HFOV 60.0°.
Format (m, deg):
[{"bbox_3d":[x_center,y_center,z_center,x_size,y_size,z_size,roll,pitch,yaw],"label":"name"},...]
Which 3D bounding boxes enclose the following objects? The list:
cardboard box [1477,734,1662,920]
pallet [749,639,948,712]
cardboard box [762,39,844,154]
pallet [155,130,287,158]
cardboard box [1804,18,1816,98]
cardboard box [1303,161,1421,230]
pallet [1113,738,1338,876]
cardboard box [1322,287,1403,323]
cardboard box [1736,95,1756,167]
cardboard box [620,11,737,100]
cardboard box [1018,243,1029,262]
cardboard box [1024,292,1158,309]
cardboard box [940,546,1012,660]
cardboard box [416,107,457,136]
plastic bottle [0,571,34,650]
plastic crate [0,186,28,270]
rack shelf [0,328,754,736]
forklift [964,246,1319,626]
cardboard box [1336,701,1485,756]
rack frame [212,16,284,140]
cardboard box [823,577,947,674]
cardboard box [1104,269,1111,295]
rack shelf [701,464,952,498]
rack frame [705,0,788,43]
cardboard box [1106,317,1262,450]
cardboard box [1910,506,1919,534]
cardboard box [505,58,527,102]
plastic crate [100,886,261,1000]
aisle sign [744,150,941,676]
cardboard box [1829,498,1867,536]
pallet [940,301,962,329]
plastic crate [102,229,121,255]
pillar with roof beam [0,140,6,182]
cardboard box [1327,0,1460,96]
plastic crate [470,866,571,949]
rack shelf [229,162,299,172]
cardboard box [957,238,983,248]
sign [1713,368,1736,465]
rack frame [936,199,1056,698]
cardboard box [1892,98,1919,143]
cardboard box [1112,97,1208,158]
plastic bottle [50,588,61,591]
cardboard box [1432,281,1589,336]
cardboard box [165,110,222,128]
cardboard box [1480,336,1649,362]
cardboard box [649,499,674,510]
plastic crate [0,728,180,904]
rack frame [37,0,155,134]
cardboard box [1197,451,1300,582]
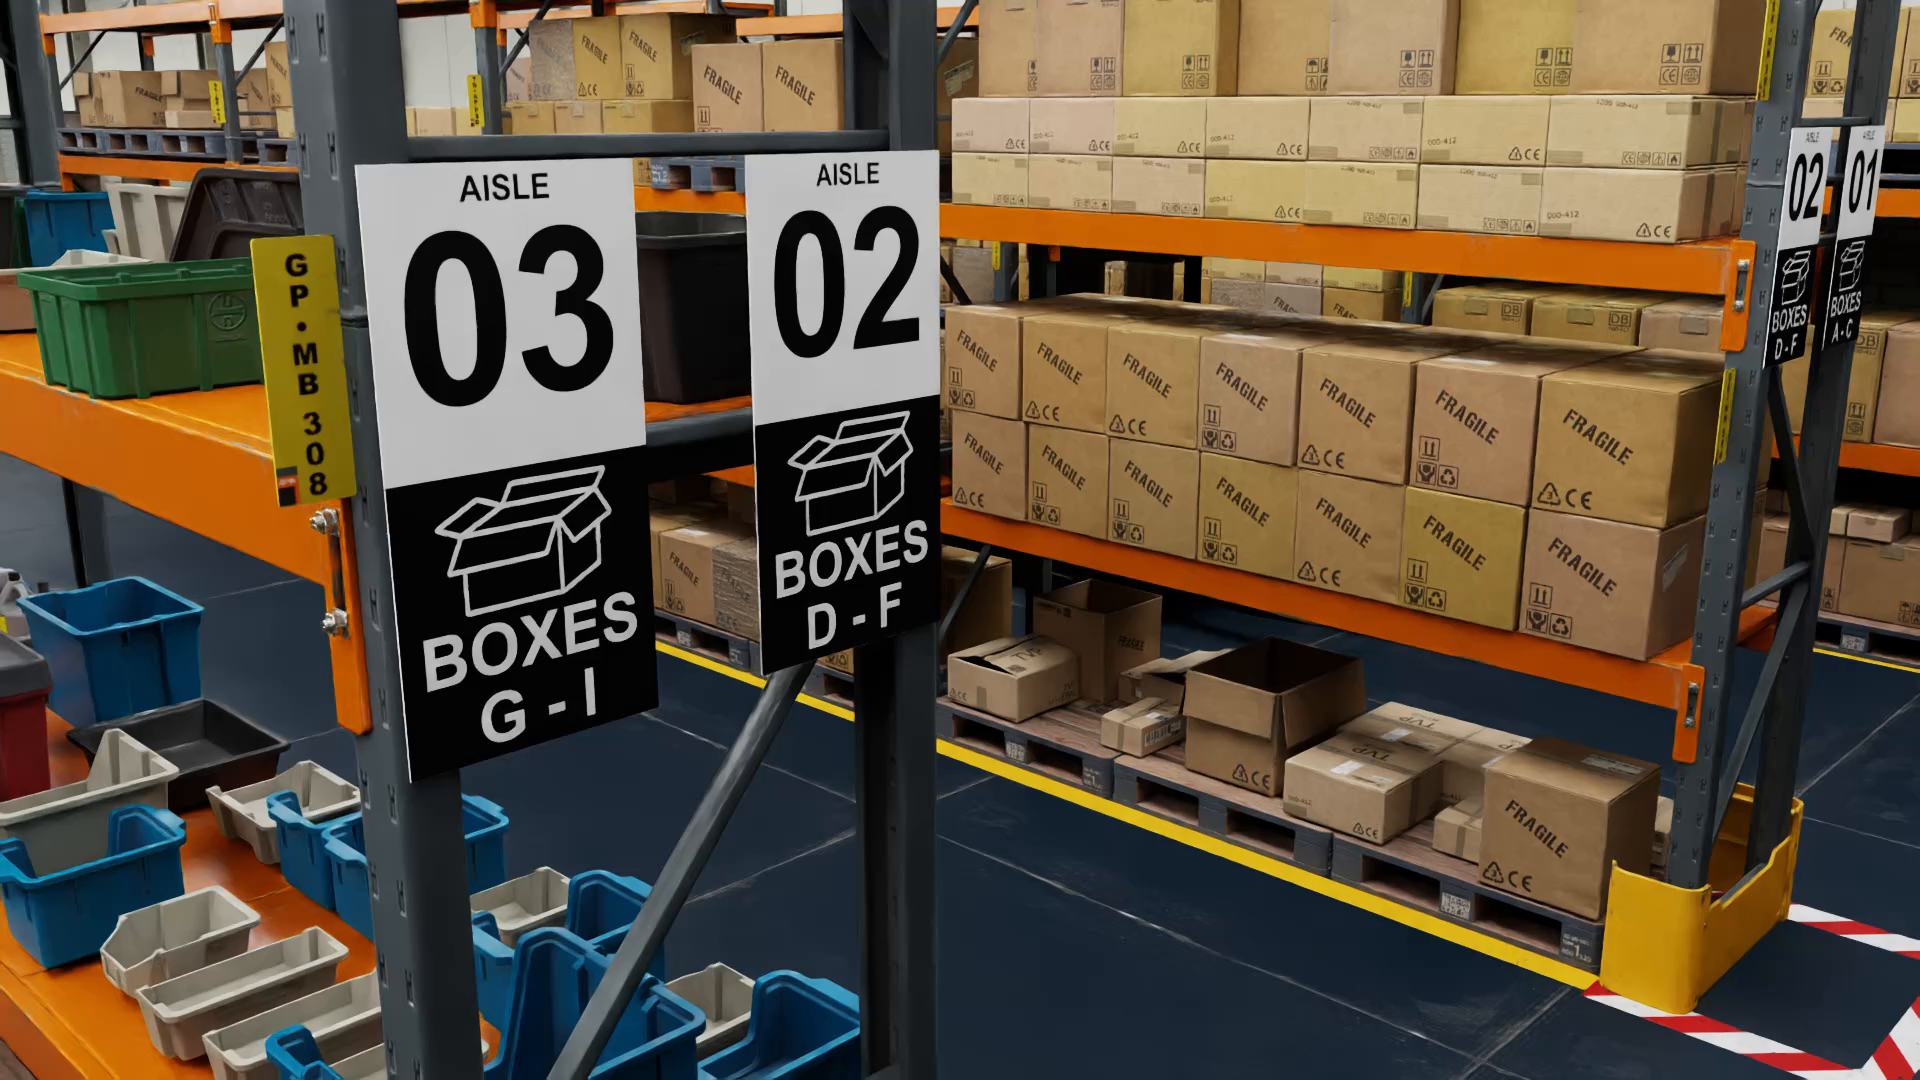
[{"bbox_3d":[2.449,1.141,6.691,0.500,0.500,0.500,14,20,42],"label":"cardboard box"},{"bbox_3d":[-0.480,0.708,9.796,1.213,0.211,1.003,14,20,42],"label":"pallet"},{"bbox_3d":[-0.676,-2.472,9.291,0.600,0.600,0.600,13,20,42],"label":"cardboard box"},{"bbox_3d":[-6.259,-3.459,14.486,1.213,0.211,1.003,14,20,42],"label":"pallet"},{"bbox_3d":[4.997,-2.957,10.161,0.500,0.500,0.500,13,19,40],"label":"cardboard box"},{"bbox_3d":[1.737,-1.401,6.710,0.500,0.250,0.500,14,20,42],"label":"cardboard box"},{"bbox_3d":[1.508,1.178,7.994,1.213,0.211,1.003,14,20,42],"label":"pallet"},{"bbox_3d":[3.061,-1.643,12.459,0.500,0.500,0.500,13,20,41],"label":"cardboard box"},{"bbox_3d":[2.822,-1.564,6.342,0.500,0.250,0.500,14,20,42],"label":"cardboard box"},{"bbox_3d":[-1.703,-2.934,10.112,0.500,0.500,0.500,14,20,42],"label":"cardboard box"},{"bbox_3d":[0.857,-2.539,14.413,0.500,0.250,0.500,-14,20,-43],"label":"cardboard box"},{"bbox_3d":[0.676,-0.997,8.626,0.500,0.500,0.500,14,20,42],"label":"cardboard box"},{"bbox_3d":[-0.047,0.362,9.679,0.500,0.500,0.500,13,19,40],"label":"cardboard box"},{"bbox_3d":[-3.503,-2.946,11.804,0.500,0.250,0.500,-14,20,-43],"label":"cardboard box"},{"bbox_3d":[-3.366,0.289,5.972,0.185,0.351,0.144,14,20,42],"label":"plastic bottle"},{"bbox_3d":[-2.605,-0.729,4.089,0.590,0.269,0.497,14,20,42],"label":"plastic crate"},{"bbox_3d":[-1.869,-0.361,3.845,4.000,0.370,1.077,14,20,42],"label":"rack shelf"},{"bbox_3d":[1.389,-1.029,11.067,1.130,2.935,3.031,-13,19,-40],"label":"forklift"},{"bbox_3d":[2.097,0.990,7.763,0.500,0.250,0.500,14,20,42],"label":"cardboard box"},{"bbox_3d":[-5.627,-4.809,13.541,0.127,3.000,1.000,14,20,42],"label":"rack frame"},{"bbox_3d":[-0.422,0.457,9.316,0.500,0.500,0.500,14,20,42],"label":"cardboard box"},{"bbox_3d":[1.231,-2.083,14.149,0.500,0.500,0.500,-14,20,-42],"label":"cardboard box"},{"bbox_3d":[-1.308,-0.508,10.358,4.000,0.370,1.077,14,20,42],"label":"rack shelf"},{"bbox_3d":[-2.191,-5.709,16.995,0.127,3.000,1.000,14,20,42],"label":"rack frame"},{"bbox_3d":[1.017,-0.724,7.581,0.500,0.500,0.500,13,19,41],"label":"cardboard box"},{"bbox_3d":[6.103,-0.132,10.327,0.250,0.149,0.380,14,20,43],"label":"cardboard box"},{"bbox_3d":[-4.962,-5.388,19.490,0.500,0.500,0.500,12,19,38],"label":"cardboard box"},{"bbox_3d":[-1.784,0.935,3.797,0.250,0.136,0.298,14,20,42],"label":"plastic crate"},{"bbox_3d":[-0.171,-0.207,2.620,0.004,0.787,0.394,14,20,42],"label":"aisle sign"},{"bbox_3d":[5.471,-0.151,10.402,0.380,0.149,0.250,-14,20,-43],"label":"cardboard box"},{"bbox_3d":[0.101,-2.118,15.493,1.003,0.211,1.213,14,20,42],"label":"pallet"},{"bbox_3d":[-2.129,-0.778,4.542,0.466,0.136,0.293,14,20,42],"label":"plastic crate"},{"bbox_3d":[-24.232,-9.862,32.935,0.400,9.000,9.100,14,20,42],"label":"pillar with roof beam"},{"bbox_3d":[1.895,-2.047,6.710,0.500,0.500,0.700,14,20,42],"label":"cardboard box"},{"bbox_3d":[-1.040,0.898,3.939,0.298,0.136,0.250,14,20,42],"label":"plastic crate"},{"bbox_3d":[-4.187,-2.659,12.667,4.000,0.370,1.077,14,20,42],"label":"rack shelf"},{"bbox_3d":[0.177,-2.789,15.331,0.250,0.149,0.380,10,17,33],"label":"cardboard box"},{"bbox_3d":[2.612,-0.422,5.679,0.005,0.325,0.100,14,20,42],"label":"sign"},{"bbox_3d":[0.132,-0.506,8.924,0.127,3.000,1.000,14,20,42],"label":"rack frame"},{"bbox_3d":[5.736,-2.416,9.573,0.500,0.250,0.500,-14,20,-42],"label":"cardboard box"},{"bbox_3d":[1.023,-1.820,7.324,0.500,0.250,0.500,14,20,42],"label":"cardboard box"},{"bbox_3d":[-3.277,0.307,6.034,0.133,0.283,0.061,14,20,42],"label":"plastic bottle"},{"bbox_3d":[3.947,-1.453,11.964,0.700,0.700,0.980,14,20,43],"label":"cardboard box"},{"bbox_3d":[-6.685,-3.668,14.500,0.250,0.149,0.380,14,20,42],"label":"cardboard box"},{"bbox_3d":[2.494,-0.554,6.926,0.500,0.500,0.500,14,20,43],"label":"cardboard box"},{"bbox_3d":[-2.237,0.013,11.018,0.500,0.500,0.500,13,19,40],"label":"cardboard box"},{"bbox_3d":[-2.337,0.722,4.330,0.530,0.282,0.437,14,20,42],"label":"plastic crate"},{"bbox_3d":[-8.506,-5.509,16.228,0.127,3.000,1.000,14,20,42],"label":"rack frame"},{"bbox_3d":[1.406,-0.150,7.360,0.500,0.500,0.500,13,20,41],"label":"cardboard box"}]
